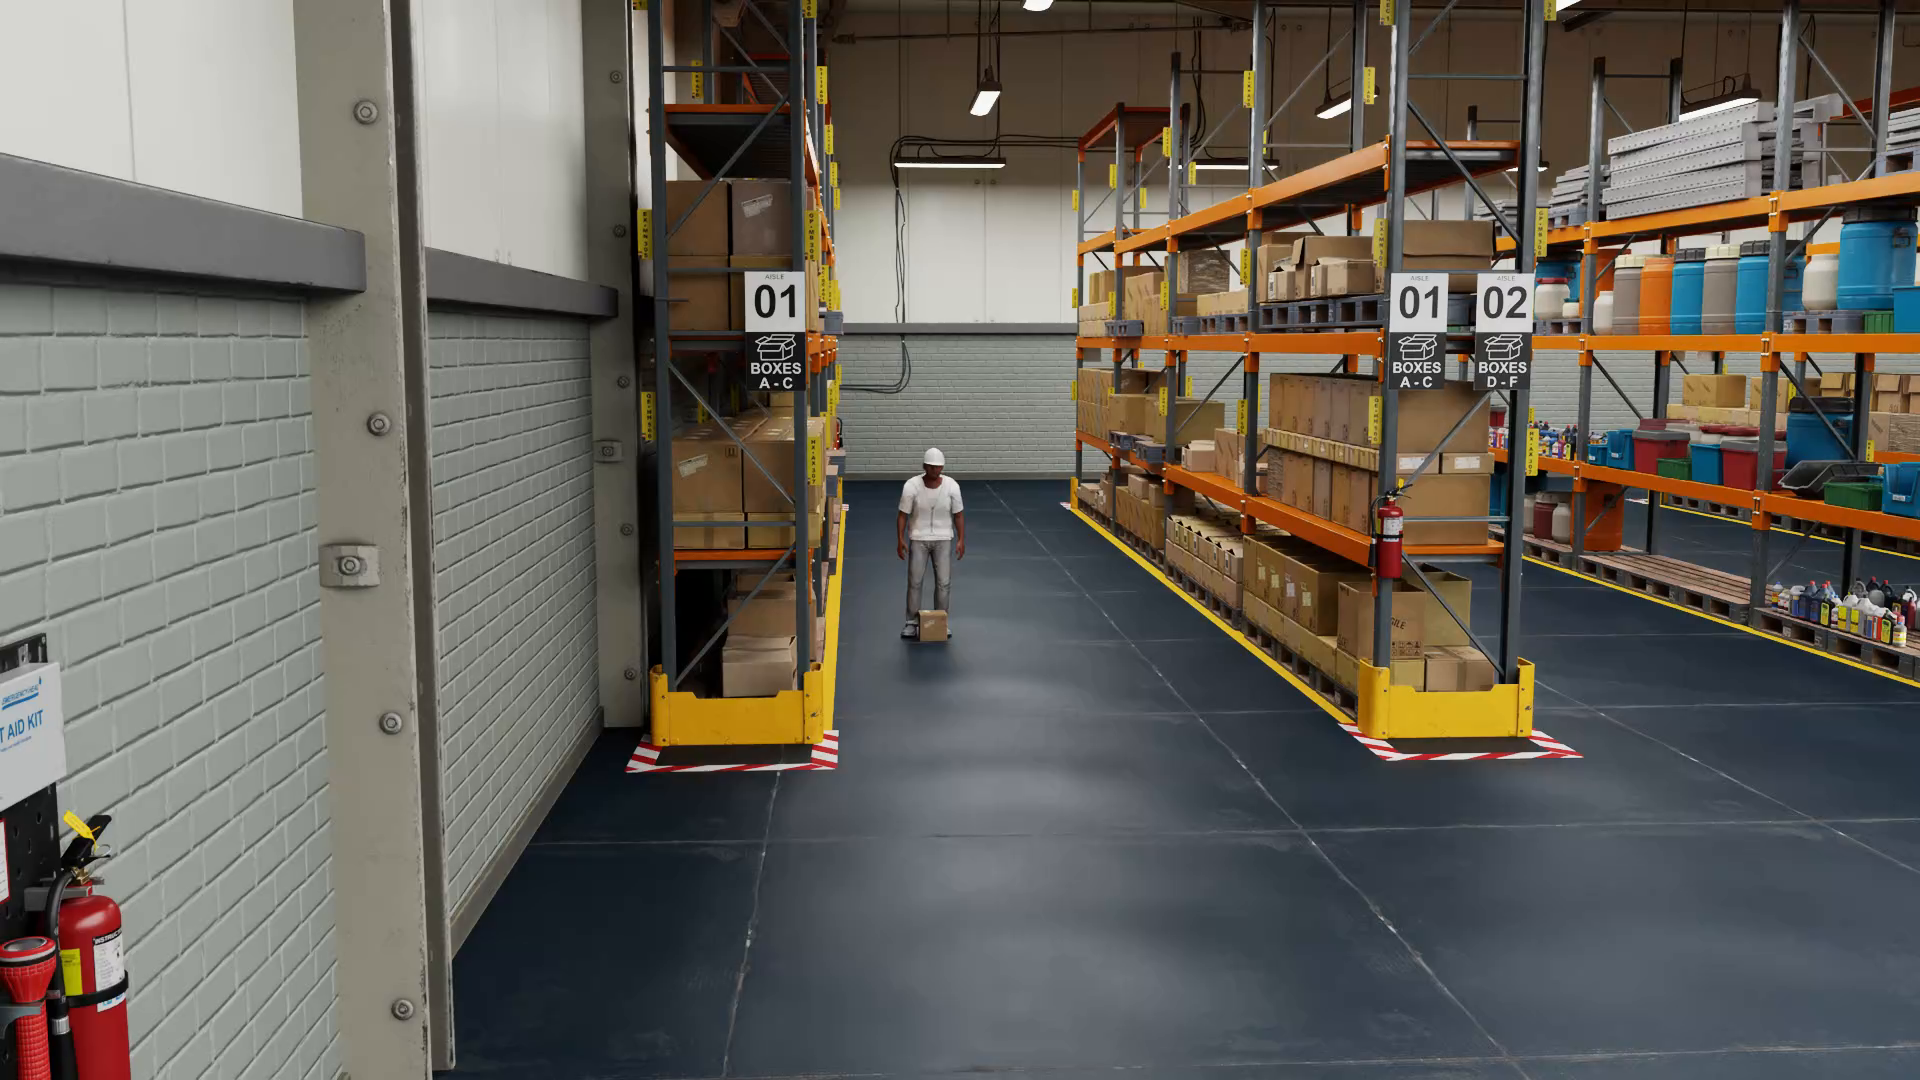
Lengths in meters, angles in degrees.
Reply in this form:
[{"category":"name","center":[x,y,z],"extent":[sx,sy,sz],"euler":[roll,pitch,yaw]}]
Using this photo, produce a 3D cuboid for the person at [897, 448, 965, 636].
[{"category":"person","center":[-0.272,0.018,15.517],"extent":[0.638,1.761,0.458],"euler":[-1,7,-6]}]
